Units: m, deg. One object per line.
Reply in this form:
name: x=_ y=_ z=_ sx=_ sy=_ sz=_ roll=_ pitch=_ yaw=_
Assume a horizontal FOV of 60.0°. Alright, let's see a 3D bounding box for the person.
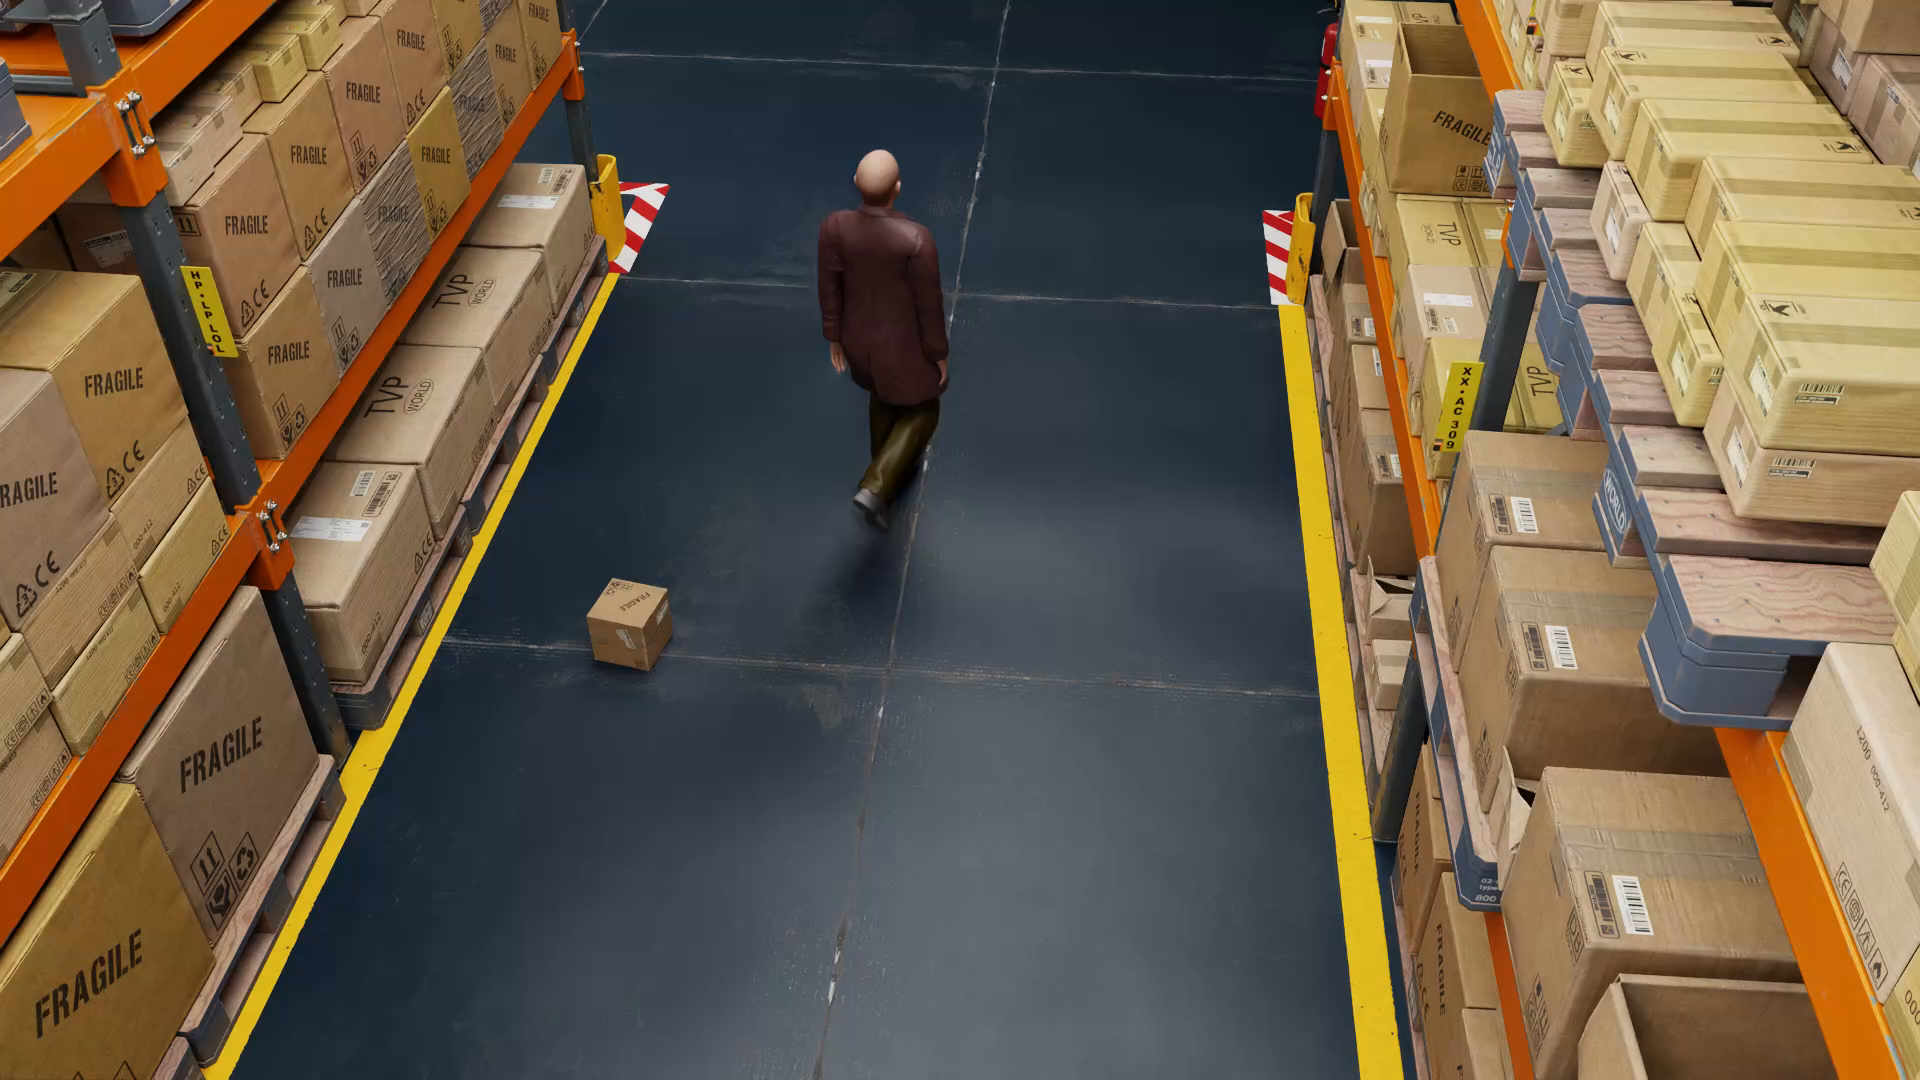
person: x=-0.332 y=-0.835 z=7.153 sx=0.590 sy=1.758 sz=0.832 roll=18 pitch=43 yaw=20
